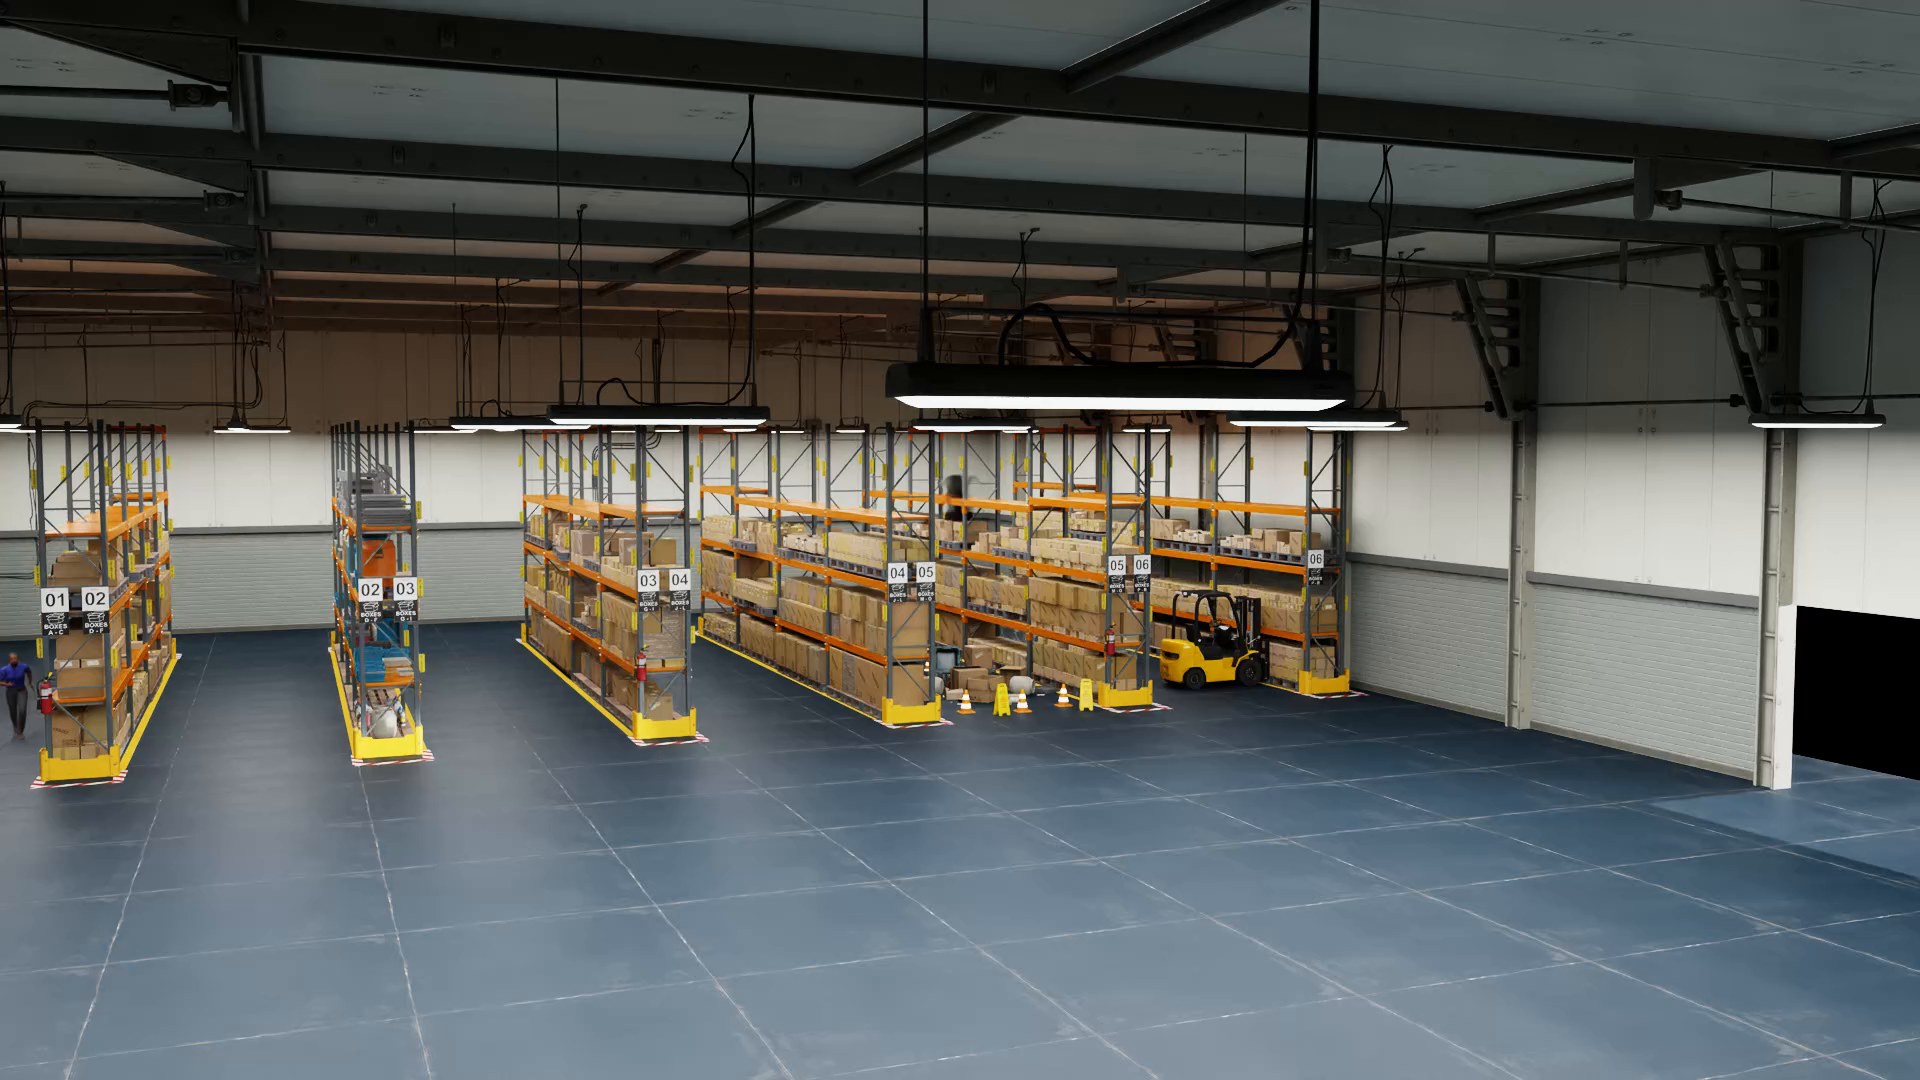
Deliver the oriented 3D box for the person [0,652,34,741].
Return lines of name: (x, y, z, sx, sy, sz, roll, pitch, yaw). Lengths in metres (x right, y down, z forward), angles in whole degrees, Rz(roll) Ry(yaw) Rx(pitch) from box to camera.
person: (-17.914, 2.934, 31.566, 0.584, 1.643, 0.964, -2, 4, -27)

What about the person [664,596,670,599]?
person: (-8.560, 1.888, 48.179, 0.636, 1.781, 0.806, -1, 4, -19)

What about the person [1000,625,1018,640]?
person: (1.294, 2.055, 46.145, 0.534, 1.568, 0.904, -2, 4, -33)
